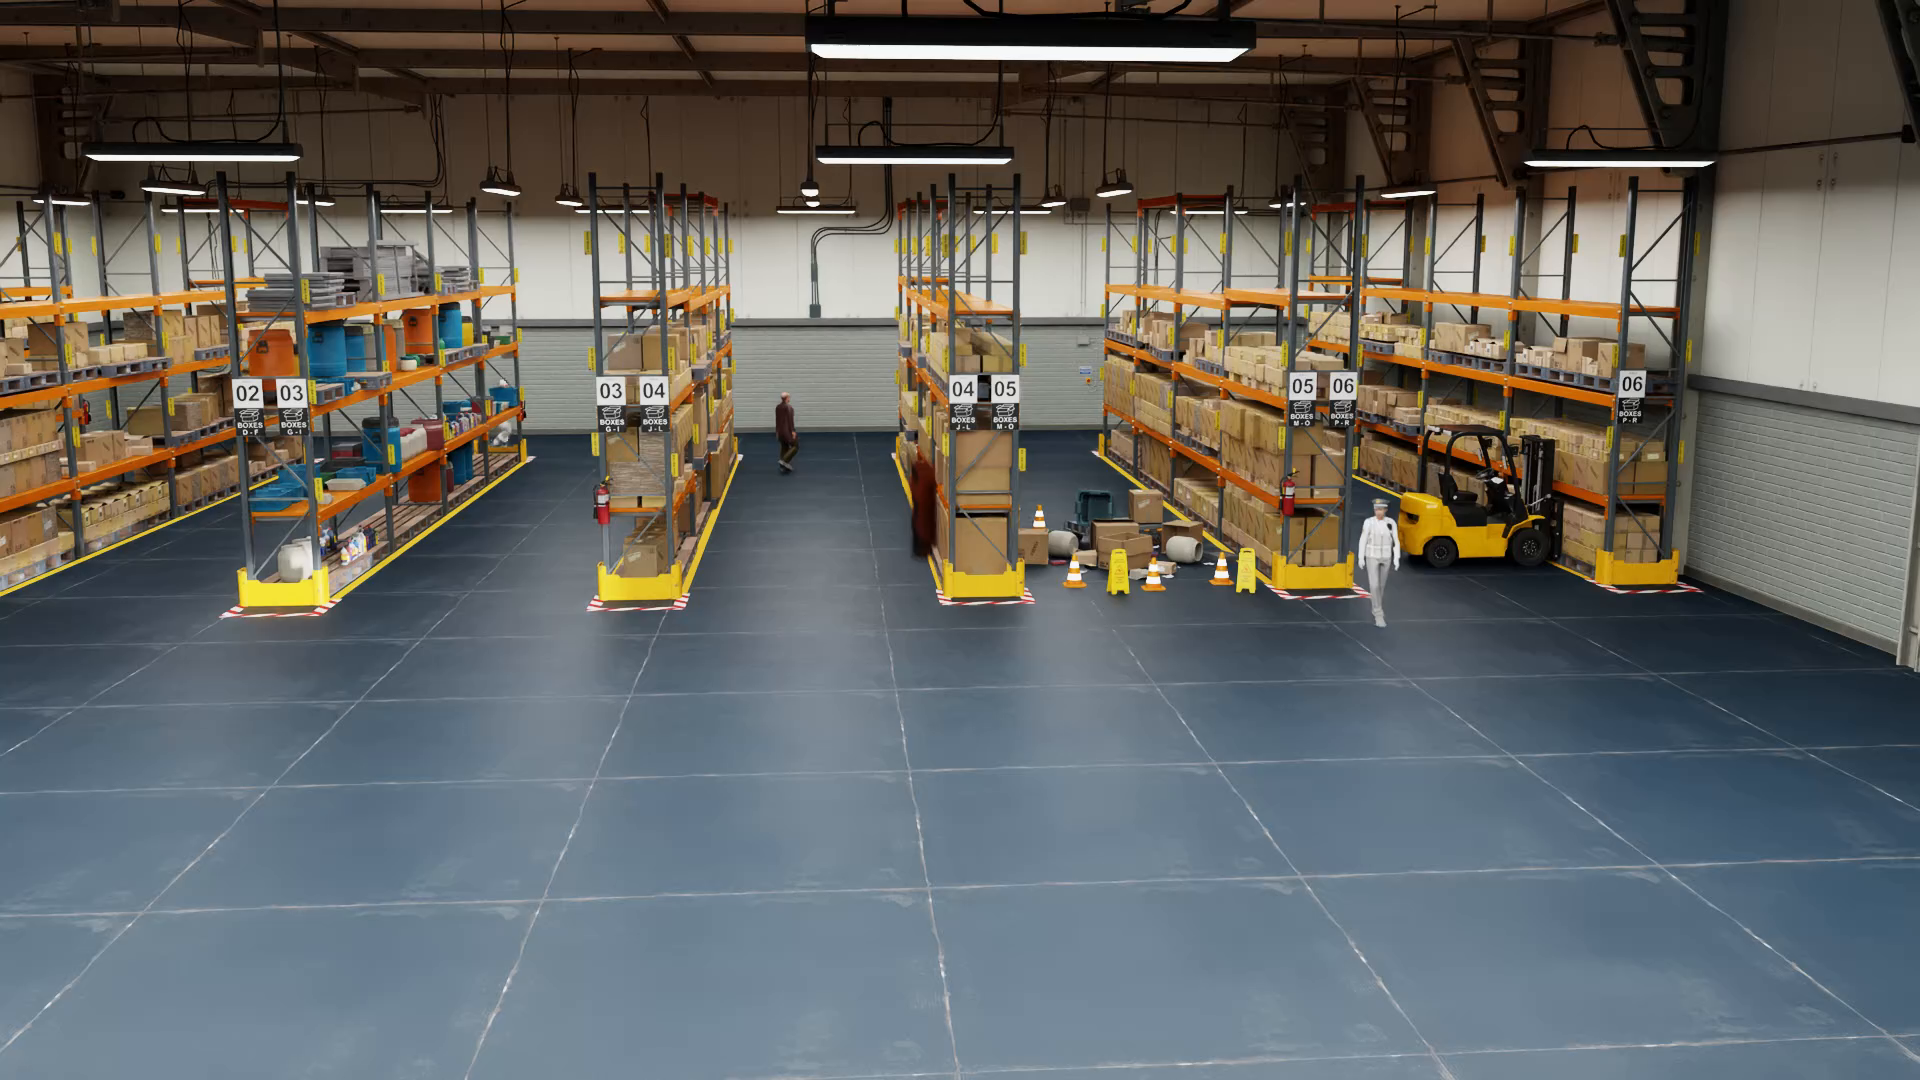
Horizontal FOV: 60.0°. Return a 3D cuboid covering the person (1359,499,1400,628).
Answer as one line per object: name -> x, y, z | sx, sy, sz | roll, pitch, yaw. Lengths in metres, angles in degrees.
person -> 5.659, 0.283, 22.365 | 0.508, 1.688, 0.752 | -1, 10, -3

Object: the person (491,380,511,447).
person -> -11.173, -3.013, 40.521 | 0.527, 1.787, 0.574 | -1, 10, -8

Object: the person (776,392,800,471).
person -> -3.929, -2.428, 37.331 | 0.564, 1.779, 0.627 | -9, 14, -42
